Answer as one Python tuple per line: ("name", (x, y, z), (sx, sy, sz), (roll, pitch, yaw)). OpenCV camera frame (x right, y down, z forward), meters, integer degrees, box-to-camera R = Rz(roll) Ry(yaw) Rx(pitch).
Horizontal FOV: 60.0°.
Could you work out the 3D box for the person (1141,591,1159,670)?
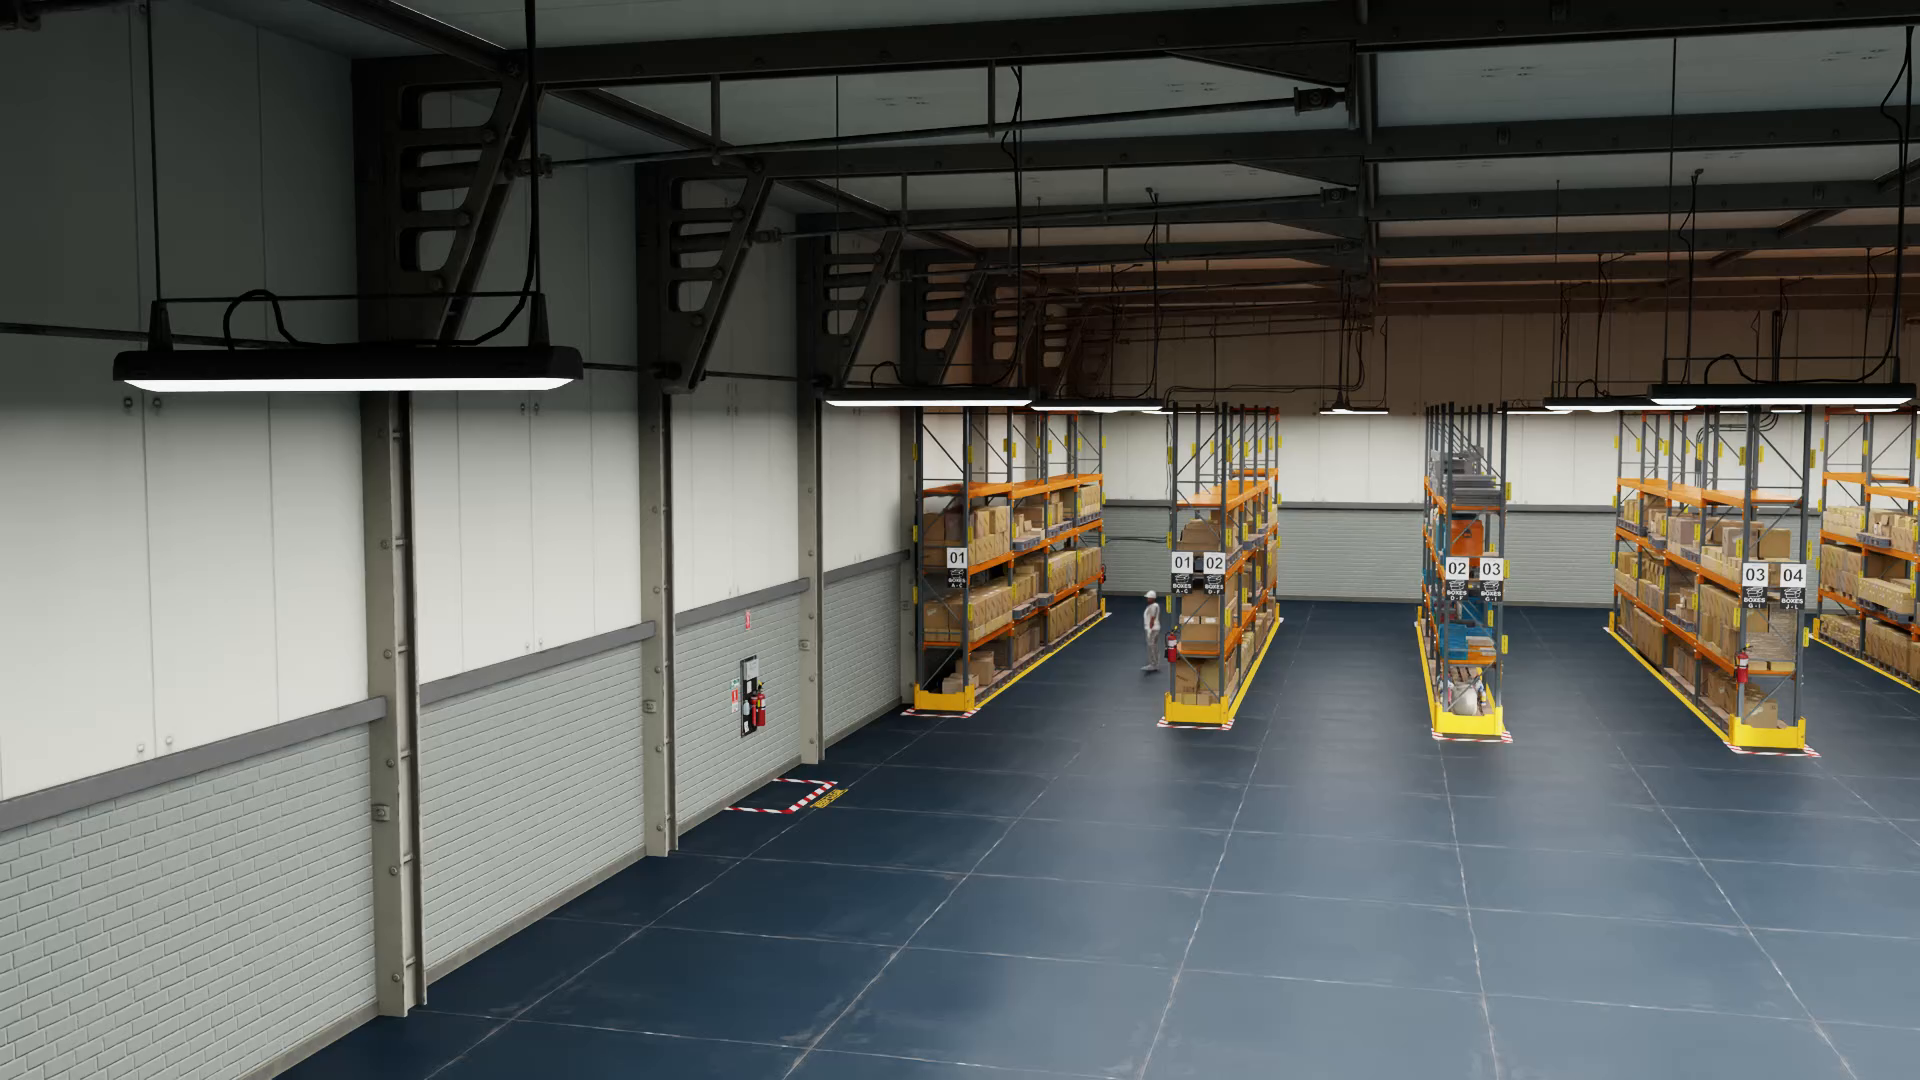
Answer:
("person", (4.308, 2.045, 37.593), (0.394, 1.796, 0.645), (1, 4, 11))
